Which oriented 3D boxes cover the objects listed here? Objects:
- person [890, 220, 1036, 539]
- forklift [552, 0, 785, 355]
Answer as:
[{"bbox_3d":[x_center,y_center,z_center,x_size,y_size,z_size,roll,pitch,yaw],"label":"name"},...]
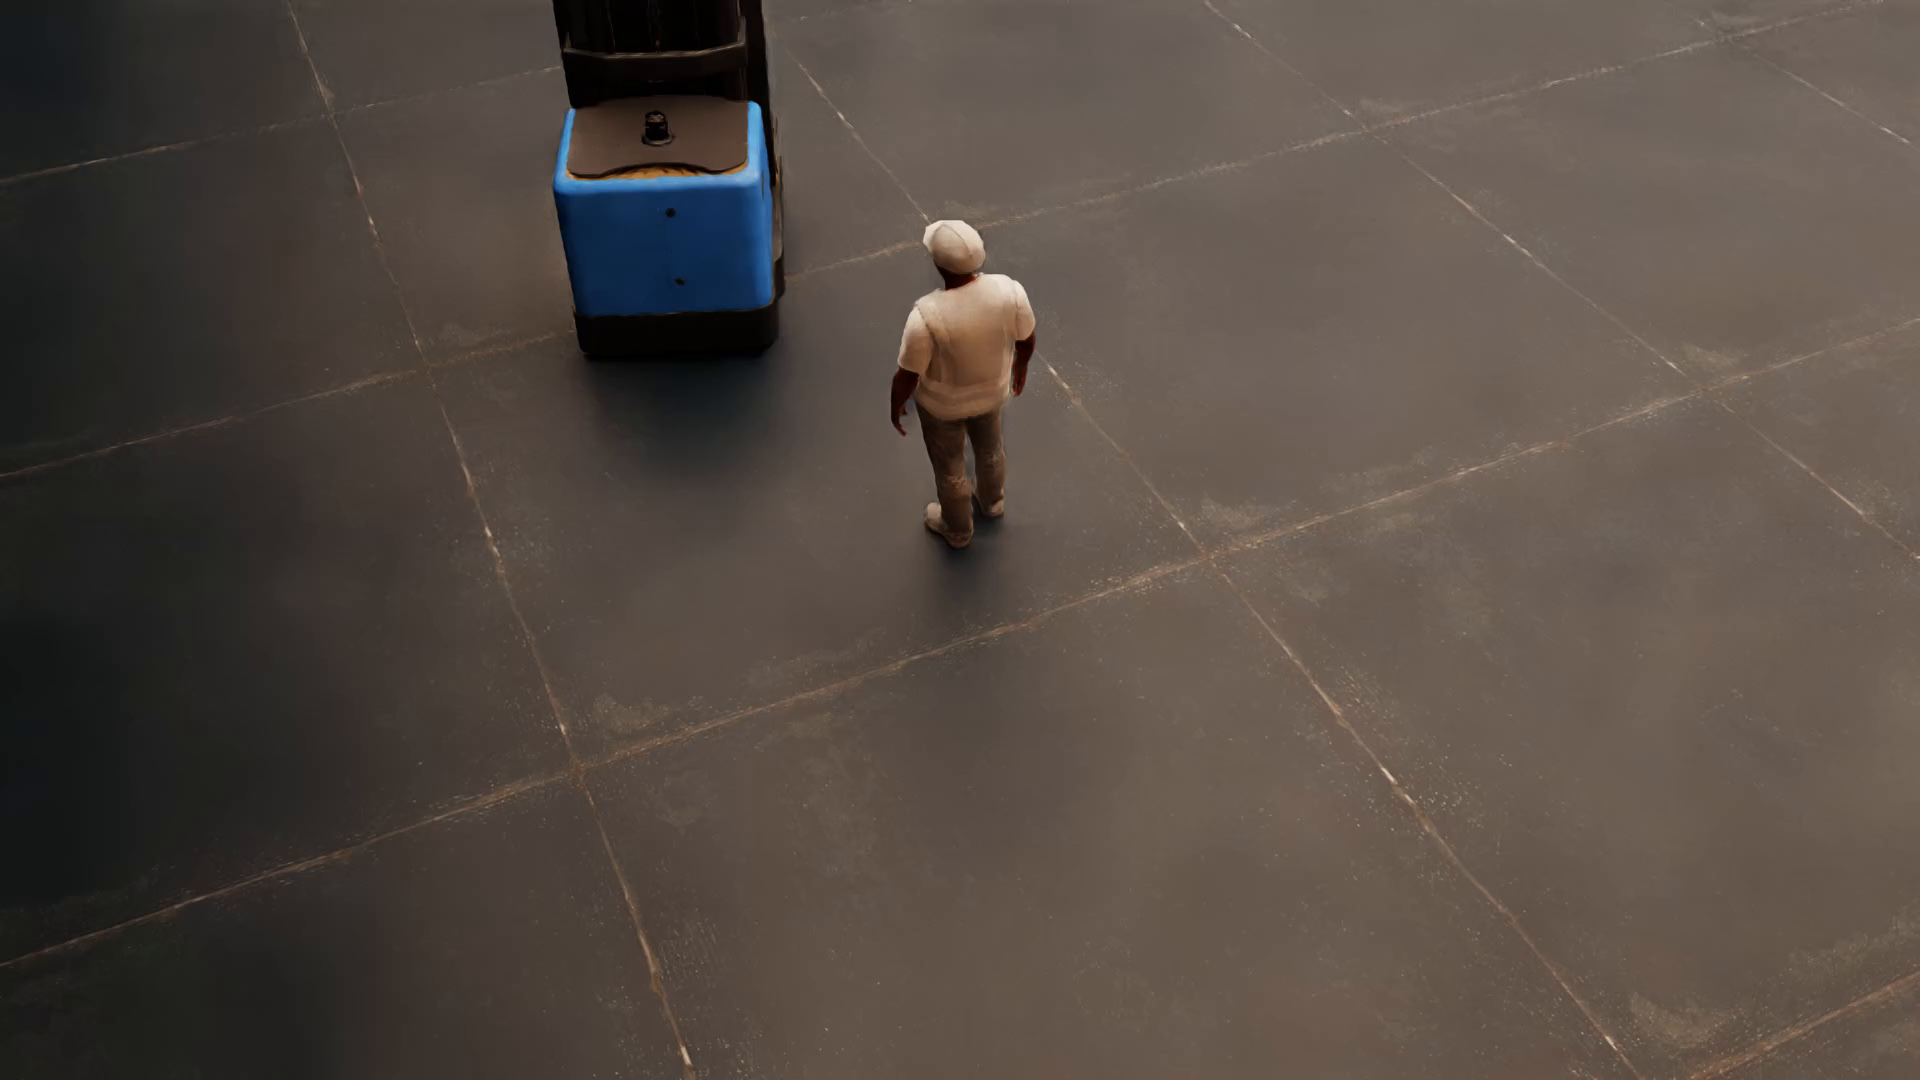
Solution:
[{"bbox_3d":[0.009,-0.669,7.196,0.665,1.707,0.419,-18,46,-18],"label":"person"},{"bbox_3d":[-1.618,-3.051,8.949,1.130,2.935,3.031,-3,43,-4],"label":"forklift"}]
